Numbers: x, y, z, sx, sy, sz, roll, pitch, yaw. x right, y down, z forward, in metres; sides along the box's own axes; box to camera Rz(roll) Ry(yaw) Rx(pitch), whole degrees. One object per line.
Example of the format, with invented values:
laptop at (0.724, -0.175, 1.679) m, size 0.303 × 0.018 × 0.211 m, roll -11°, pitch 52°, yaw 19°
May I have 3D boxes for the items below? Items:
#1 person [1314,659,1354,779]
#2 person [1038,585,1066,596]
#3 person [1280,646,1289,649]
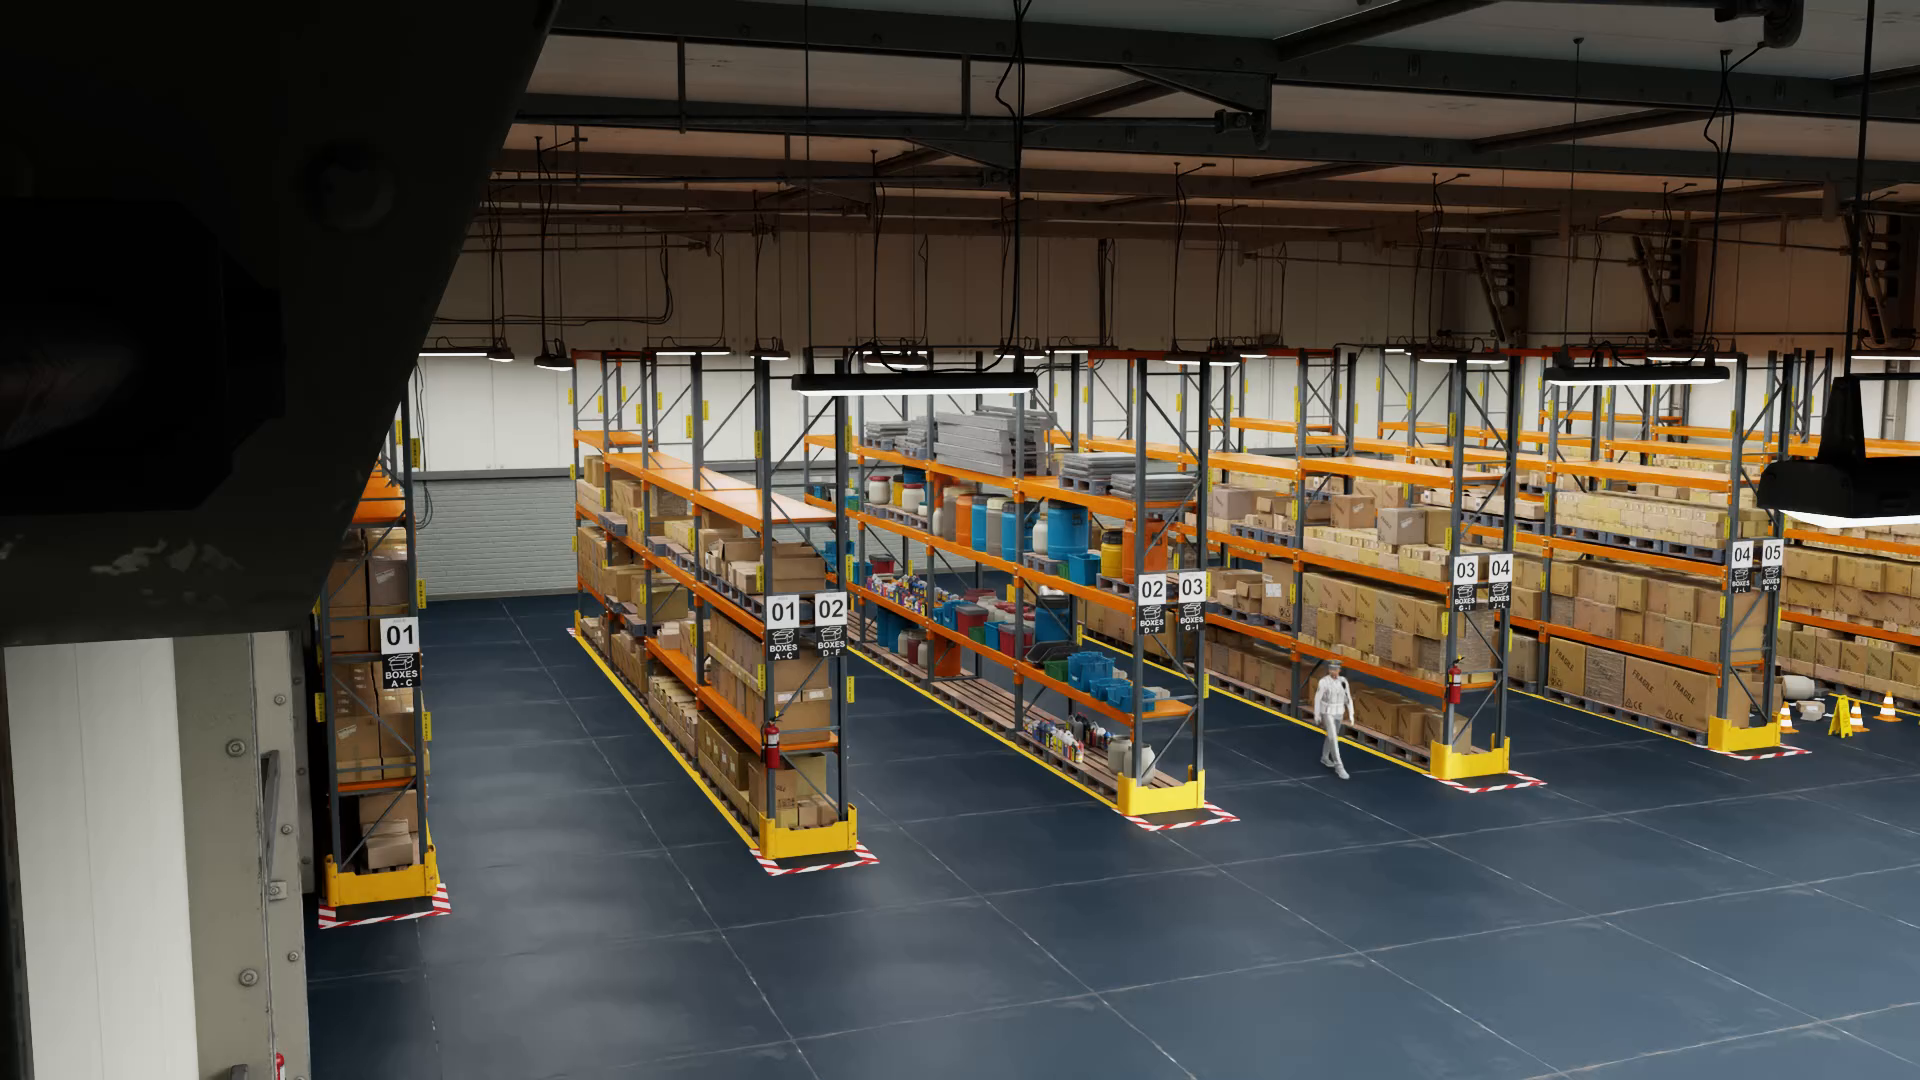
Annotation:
person at (5.409, 2.531, 23.958) m, size 0.512 × 1.658 × 0.836 m, roll -2°, pitch 7°, yaw -18°
person at (1.710, 1.409, 31.261) m, size 0.544 × 1.742 × 1.001 m, roll -3°, pitch 8°, yaw -24°
person at (6.471, 1.328, 33.546) m, size 0.419 × 1.627 × 1.028 m, roll -2°, pitch 8°, yaw -19°
